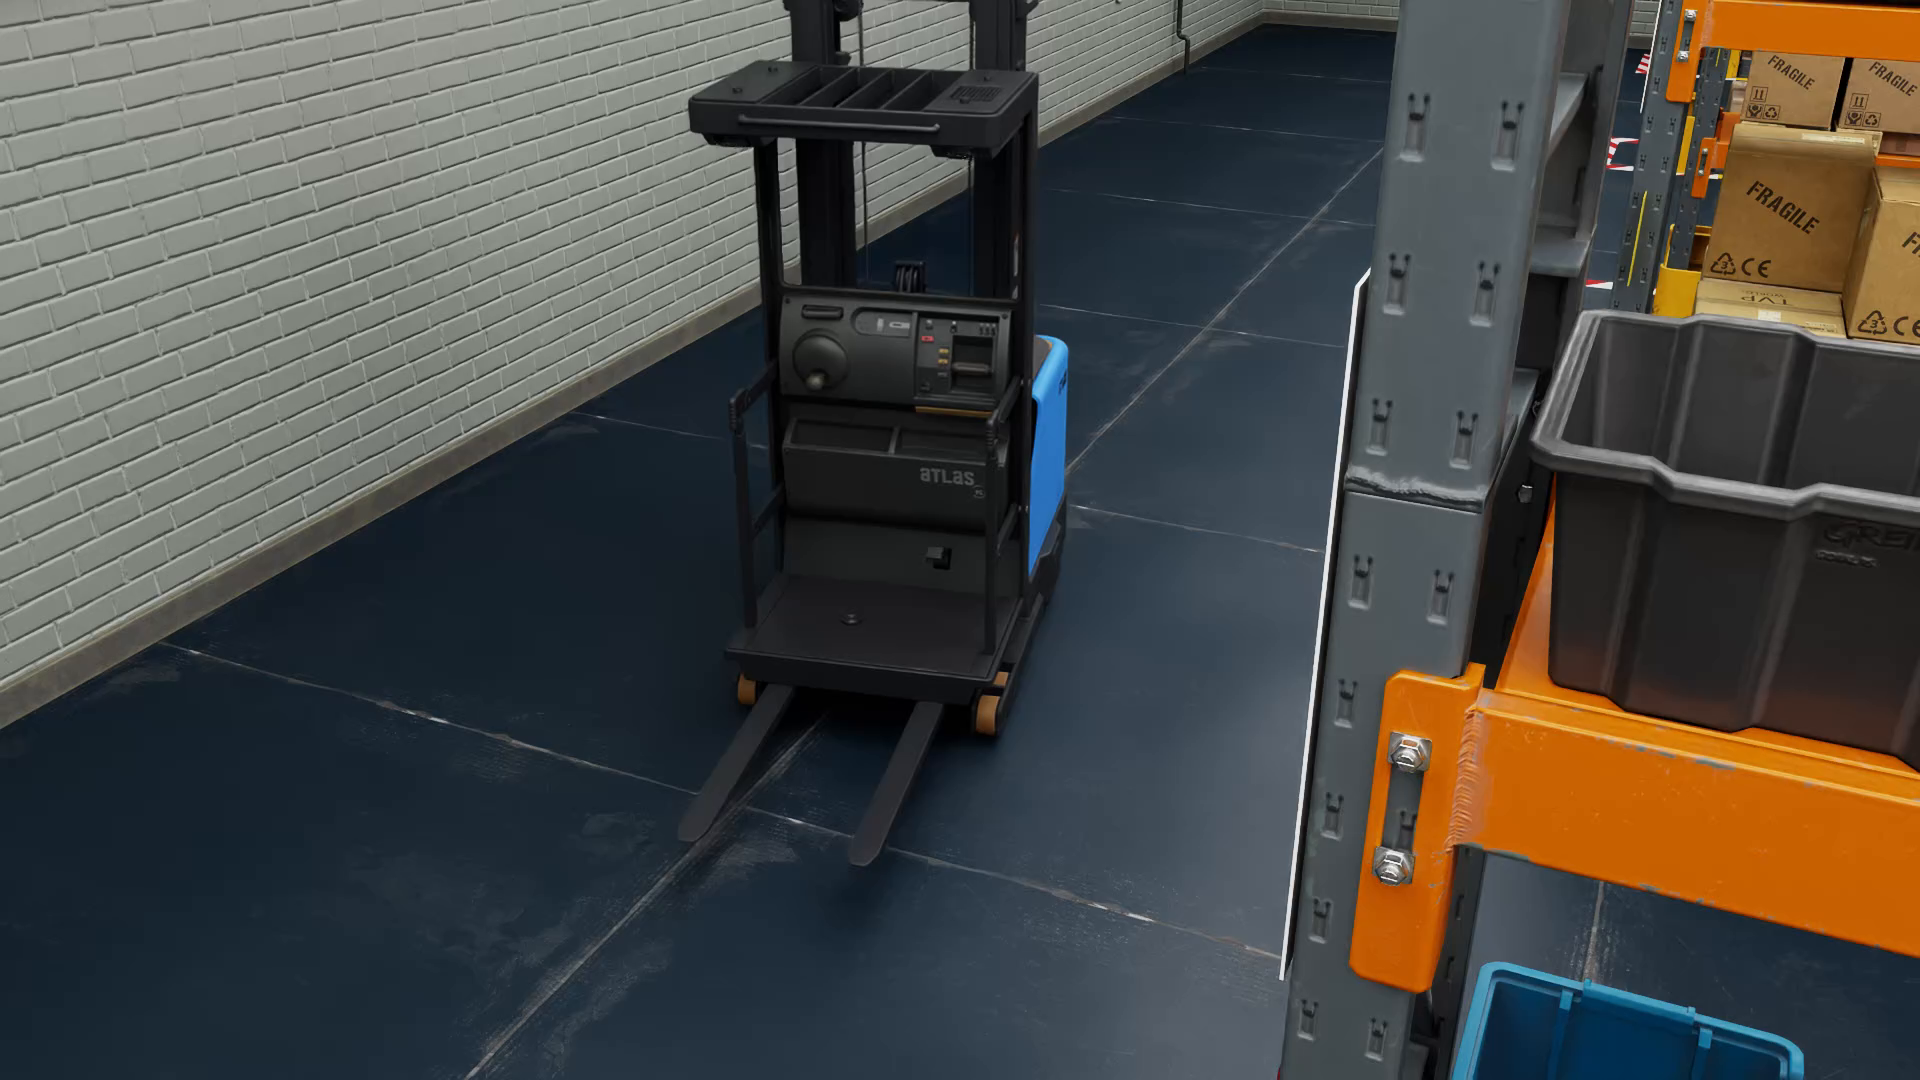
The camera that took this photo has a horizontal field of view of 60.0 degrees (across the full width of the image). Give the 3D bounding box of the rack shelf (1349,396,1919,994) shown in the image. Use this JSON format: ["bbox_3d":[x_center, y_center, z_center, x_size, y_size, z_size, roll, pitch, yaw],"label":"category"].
[{"bbox_3d":[2.443,0.453,1.353,4.000,0.370,1.077,11,28,22],"label":"rack shelf"}]

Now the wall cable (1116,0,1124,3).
[{"bbox_3d":[1.632,-6.358,16.582,0.123,1.953,0.585,11,28,22],"label":"wall cable"}]

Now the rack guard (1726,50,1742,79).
[{"bbox_3d":[8.895,-5.727,19.317,0.348,0.500,1.175,11,28,22],"label":"rack guard"}]

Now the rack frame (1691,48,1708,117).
[{"bbox_3d":[6.775,-4.866,14.738,0.127,3.000,1.000,11,28,22],"label":"rack frame"}]

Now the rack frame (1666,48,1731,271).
[{"bbox_3d":[4.818,-2.857,10.658,0.127,3.000,1.000,11,28,22],"label":"rack frame"}]

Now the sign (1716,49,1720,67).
[{"bbox_3d":[4.593,-3.028,10.023,0.005,0.325,0.100,11,28,22],"label":"sign"}]

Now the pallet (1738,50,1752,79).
[{"bbox_3d":[9.621,-5.452,19.086,1.213,0.211,1.003,11,28,22],"label":"pallet"}]

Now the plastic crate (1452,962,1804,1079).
[{"bbox_3d":[1.004,1.053,2.607,0.499,0.435,0.616,11,28,22],"label":"plastic crate"}]

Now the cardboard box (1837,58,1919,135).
[{"bbox_3d":[5.610,-2.755,10.000,0.500,0.500,0.500,11,28,22],"label":"cardboard box"}]

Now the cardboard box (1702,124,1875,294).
[{"bbox_3d":[3.225,-1.301,6.480,0.500,0.500,0.500,12,29,22],"label":"cardboard box"}]

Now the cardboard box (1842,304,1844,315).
[{"bbox_3d":[3.685,-0.873,6.460,0.500,0.250,0.500,11,28,21],"label":"cardboard box"}]

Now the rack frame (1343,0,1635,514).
[{"bbox_3d":[0.622,-1.582,1.275,0.127,3.000,1.000,11,28,22],"label":"rack frame"}]

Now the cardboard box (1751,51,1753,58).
[{"bbox_3d":[9.343,-5.781,18.947,0.637,0.503,0.797,10,28,20],"label":"cardboard box"}]

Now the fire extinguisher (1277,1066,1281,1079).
[{"bbox_3d":[0.673,1.102,3.126,0.183,0.674,0.296,11,28,22],"label":"fire extinguisher"}]

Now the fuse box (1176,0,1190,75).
[{"bbox_3d":[2.634,-6.128,18.759,0.414,1.711,0.539,11,28,22],"label":"fuse box"}]

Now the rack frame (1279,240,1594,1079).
[{"bbox_3d":[0.622,1.110,2.600,0.127,3.000,1.000,11,28,22],"label":"rack frame"}]

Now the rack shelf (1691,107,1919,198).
[{"bbox_3d":[6.638,-2.169,10.074,4.000,0.370,1.077,11,28,22],"label":"rack shelf"}]

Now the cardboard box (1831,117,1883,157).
[{"bbox_3d":[5.448,-2.453,10.121,0.250,0.149,0.380,11,28,20],"label":"cardboard box"}]

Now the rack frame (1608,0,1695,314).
[{"bbox_3d":[2.672,-0.882,6.645,0.127,3.000,1.000,11,28,22],"label":"rack frame"}]

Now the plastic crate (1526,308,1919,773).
[{"bbox_3d":[0.857,0.005,1.595,0.590,0.269,0.497,11,28,22],"label":"plastic crate"}]

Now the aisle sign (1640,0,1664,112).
[{"bbox_3d":[2.483,-1.940,5.852,0.004,0.787,0.394,11,28,22],"label":"aisle sign"}]

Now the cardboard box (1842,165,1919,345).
[{"bbox_3d":[3.453,-0.996,5.862,0.500,0.500,0.500,11,28,21],"label":"cardboard box"}]

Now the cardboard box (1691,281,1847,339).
[{"bbox_3d":[2.998,-0.751,6.213,0.500,0.250,0.500,11,28,20],"label":"cardboard box"}]

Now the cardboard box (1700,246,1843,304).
[{"bbox_3d":[3.223,-0.966,6.649,0.500,0.250,0.500,11,28,21],"label":"cardboard box"}]

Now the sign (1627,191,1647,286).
[{"bbox_3d":[2.437,-1.083,5.985,0.005,0.325,0.100,11,28,22],"label":"sign"}]

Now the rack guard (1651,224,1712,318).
[{"bbox_3d":[4.887,-1.722,11.182,0.348,0.500,1.175,11,28,22],"label":"rack guard"}]

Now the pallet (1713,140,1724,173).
[{"bbox_3d":[7.535,-3.500,15.121,1.213,0.211,1.003,11,28,22],"label":"pallet"}]

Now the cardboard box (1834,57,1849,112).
[{"bbox_3d":[5.800,-2.961,10.418,0.500,0.500,0.500,11,28,21],"label":"cardboard box"}]

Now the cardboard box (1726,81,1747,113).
[{"bbox_3d":[7.417,-3.825,15.048,0.875,0.438,0.875,10,28,20],"label":"cardboard box"}]

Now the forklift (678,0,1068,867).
[{"bbox_3d":[-0.306,-0.713,6.379,1.130,2.935,3.031,6,27,11],"label":"forklift"}]

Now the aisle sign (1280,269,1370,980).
[{"bbox_3d":[0.434,0.050,1.810,0.004,0.787,0.394,11,28,22],"label":"aisle sign"}]

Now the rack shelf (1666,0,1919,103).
[{"bbox_3d":[4.493,-1.539,5.398,4.000,0.370,1.077,11,28,22],"label":"rack shelf"}]

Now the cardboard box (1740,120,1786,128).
[{"bbox_3d":[4.977,-2.554,10.325,0.250,0.149,0.380,11,28,21],"label":"cardboard box"}]

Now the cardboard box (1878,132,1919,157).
[{"bbox_3d":[5.741,-2.461,10.137,0.250,0.149,0.380,13,29,24],"label":"cardboard box"}]

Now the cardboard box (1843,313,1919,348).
[{"bbox_3d":[3.474,-0.659,6.026,0.500,0.250,0.500,11,28,21],"label":"cardboard box"}]

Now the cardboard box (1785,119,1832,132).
[{"bbox_3d":[5.226,-2.524,10.265,0.250,0.149,0.380,12,29,24],"label":"cardboard box"}]

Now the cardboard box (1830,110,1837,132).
[{"bbox_3d":[5.677,-2.698,10.619,0.250,0.149,0.380,11,28,21],"label":"cardboard box"}]

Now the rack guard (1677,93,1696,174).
[{"bbox_3d":[6.753,-3.749,15.299,0.348,0.500,1.175,11,28,22],"label":"rack guard"}]

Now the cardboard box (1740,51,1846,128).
[{"bbox_3d":[5.112,-2.843,10.178,0.500,0.500,0.500,13,29,24],"label":"cardboard box"}]
